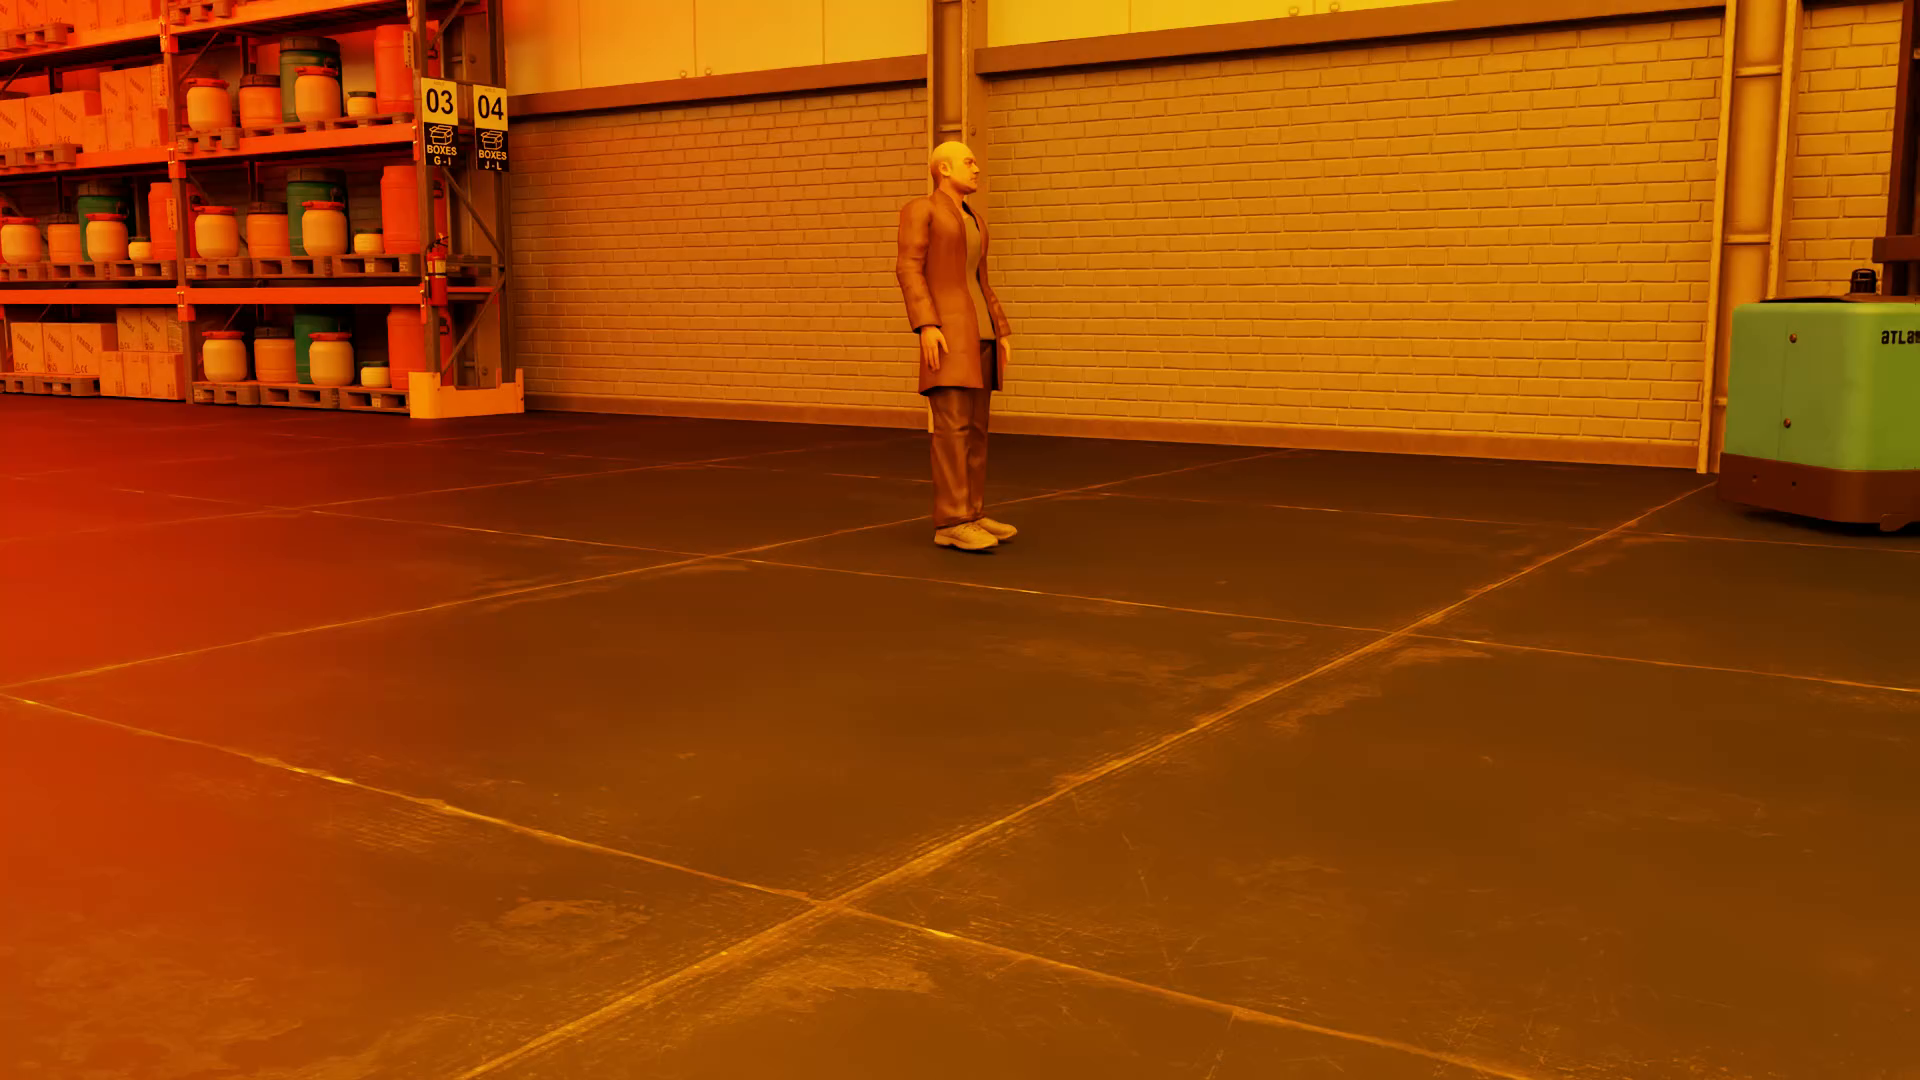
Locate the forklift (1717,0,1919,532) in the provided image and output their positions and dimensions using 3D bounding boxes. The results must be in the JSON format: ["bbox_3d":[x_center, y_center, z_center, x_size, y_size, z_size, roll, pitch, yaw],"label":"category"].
[{"bbox_3d":[5.466,-1.560,8.161,3.031,2.935,1.130,-1,8,-9],"label":"forklift"}]

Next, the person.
[{"bbox_3d":[0.074,-0.880,7.423,0.579,1.778,0.698,5,10,34],"label":"person"}]
